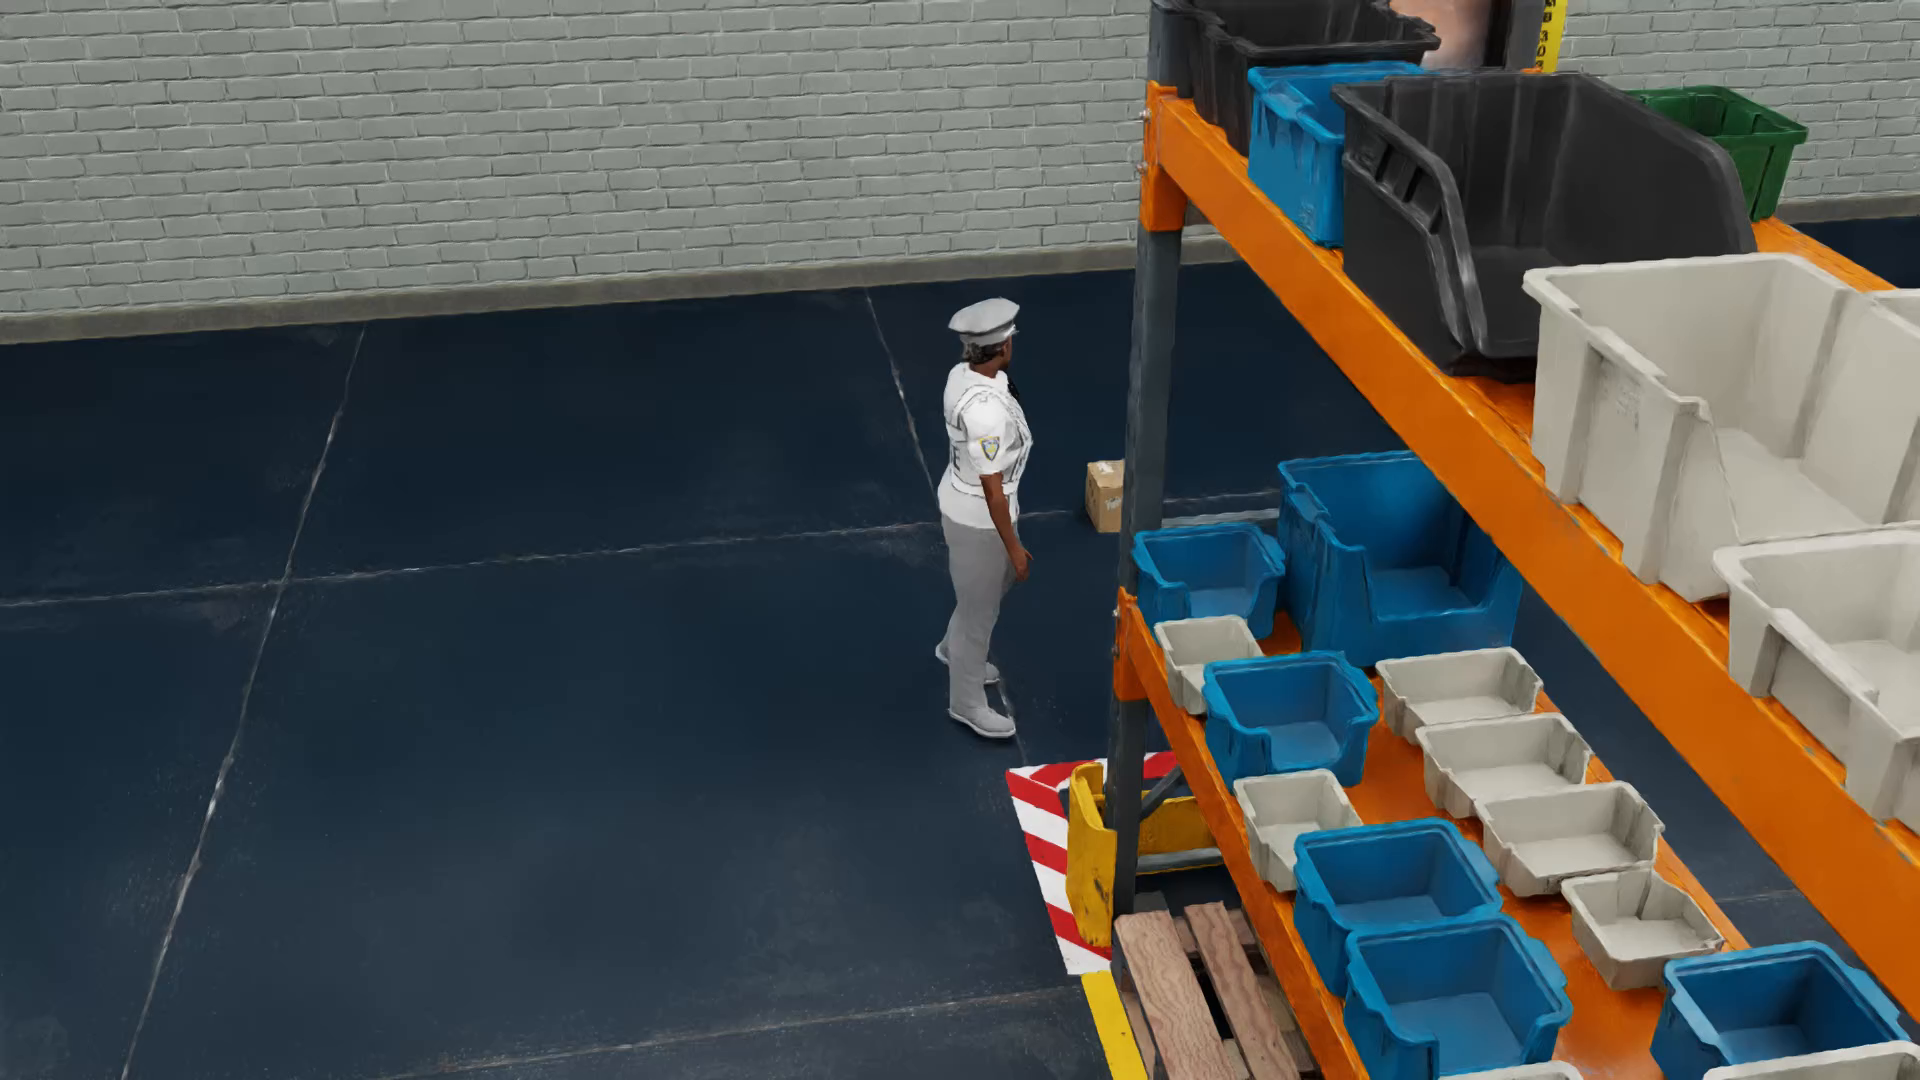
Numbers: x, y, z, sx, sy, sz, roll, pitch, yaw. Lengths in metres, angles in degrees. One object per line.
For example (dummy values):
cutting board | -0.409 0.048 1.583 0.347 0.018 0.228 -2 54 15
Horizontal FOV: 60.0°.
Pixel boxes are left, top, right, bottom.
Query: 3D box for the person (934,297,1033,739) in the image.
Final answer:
person | 0.084 -0.069 6.231 0.367 1.675 0.537 -1 31 -1
